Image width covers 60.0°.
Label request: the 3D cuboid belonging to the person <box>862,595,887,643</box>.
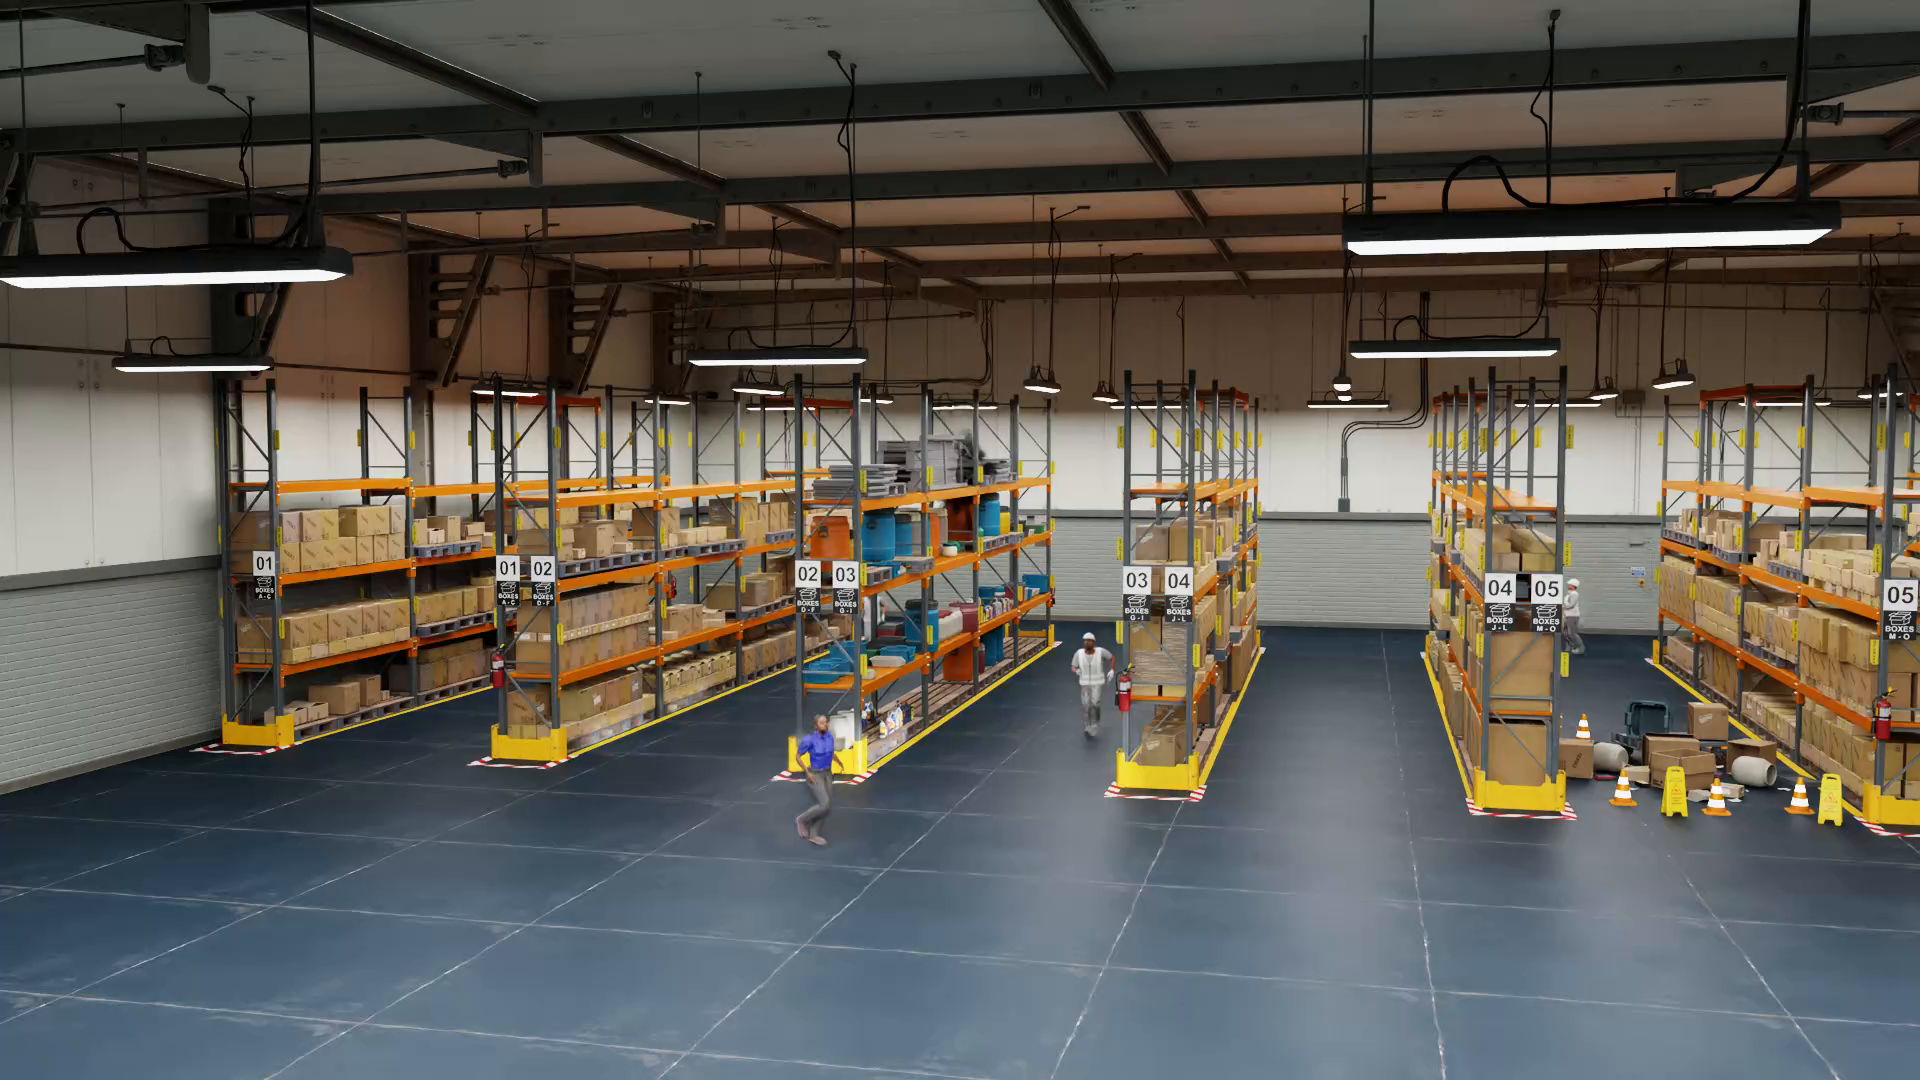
[{"bbox_3d":[-2.013,1.880,37.367,0.621,1.802,0.717,1,3,10],"label":"person"}]

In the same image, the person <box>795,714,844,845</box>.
[{"bbox_3d":[-1.709,2.961,20.619,0.571,1.623,0.566,3,4,40],"label":"person"}]

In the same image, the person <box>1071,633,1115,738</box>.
[{"bbox_3d":[2.217,2.432,27.908,0.693,1.761,0.860,1,4,17],"label":"person"}]

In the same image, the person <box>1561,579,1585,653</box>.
[{"bbox_3d":[14.272,1.786,38.914,0.693,1.772,0.634,1,3,9],"label":"person"}]
